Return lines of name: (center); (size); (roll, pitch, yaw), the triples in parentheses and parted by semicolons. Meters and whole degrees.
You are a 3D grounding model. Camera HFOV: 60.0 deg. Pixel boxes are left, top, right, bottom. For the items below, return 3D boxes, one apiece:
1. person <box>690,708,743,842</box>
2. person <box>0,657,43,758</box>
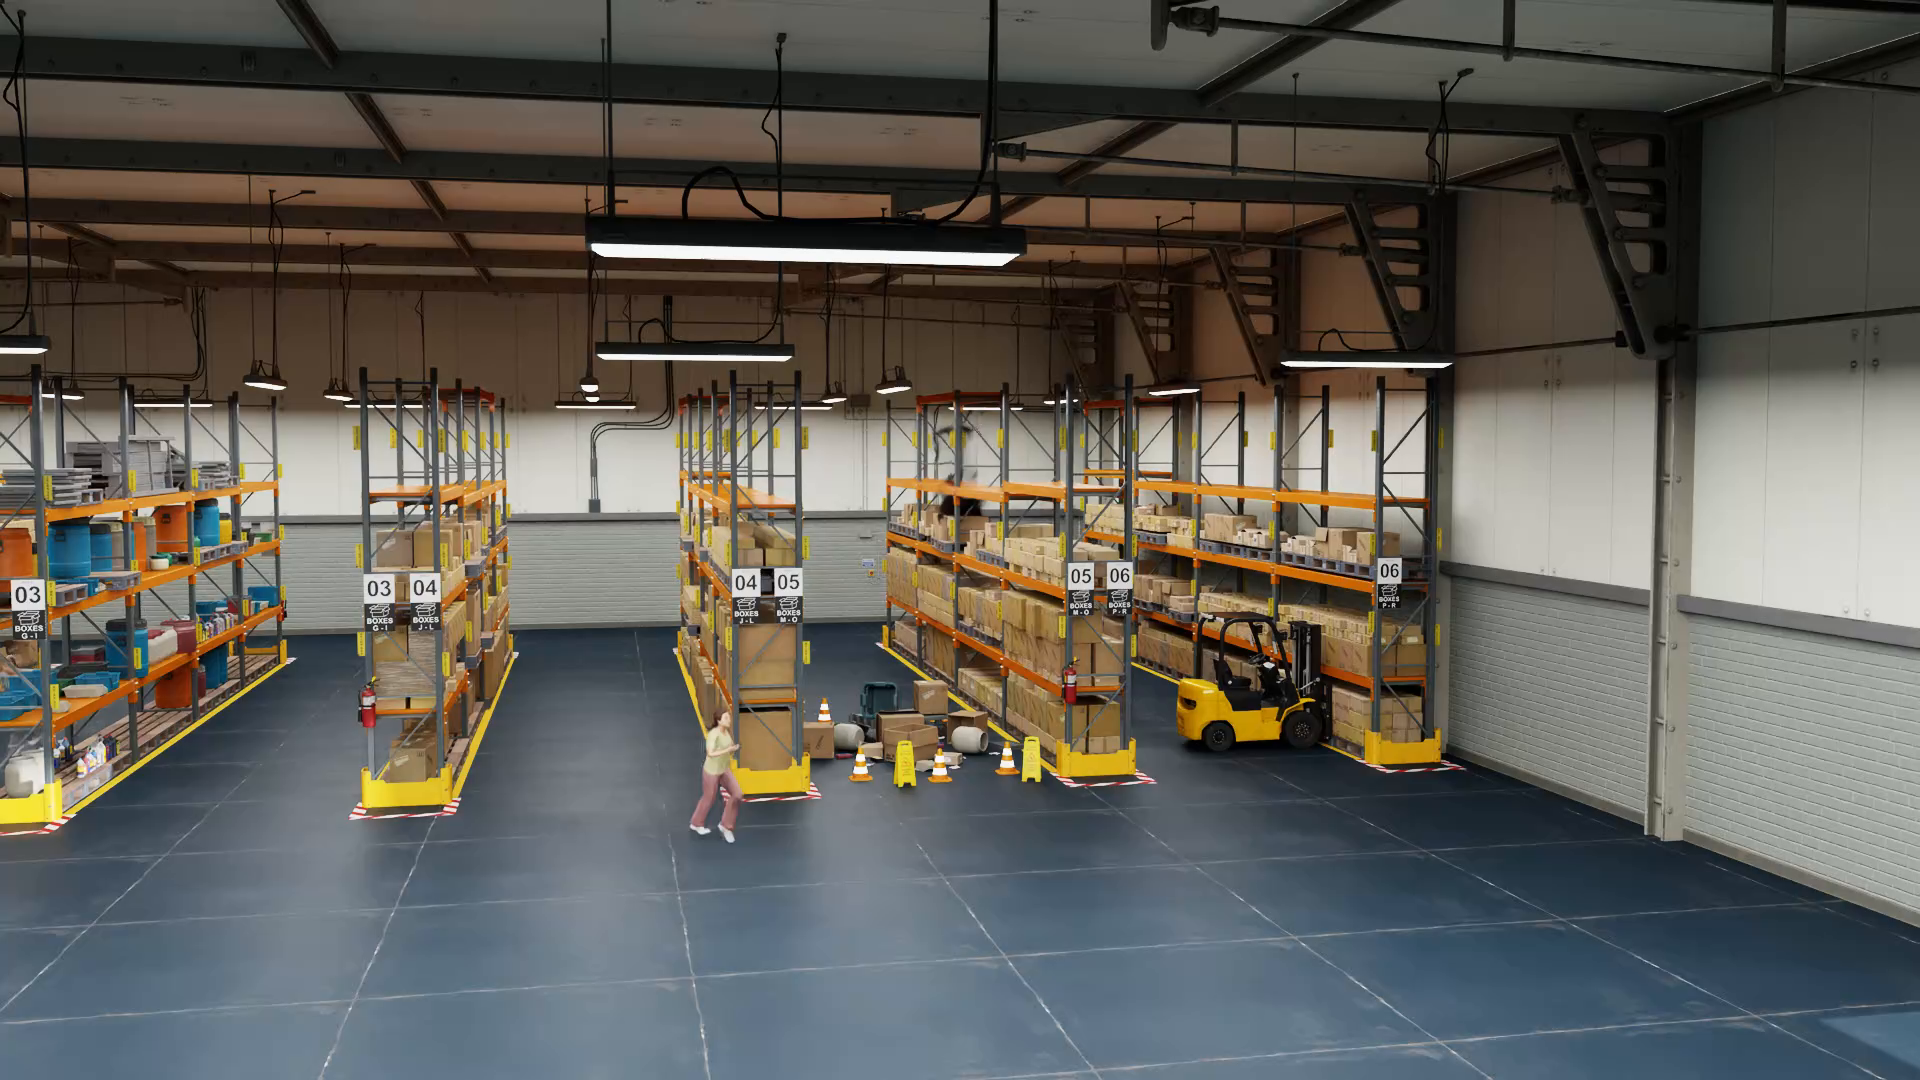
person: (-3.075, 2.945, 20.810); (0.790, 1.714, 0.549); (2, 4, 30)
person: (-15.029, 2.639, 26.732); (0.605, 1.627, 0.964); (0, 3, 1)
